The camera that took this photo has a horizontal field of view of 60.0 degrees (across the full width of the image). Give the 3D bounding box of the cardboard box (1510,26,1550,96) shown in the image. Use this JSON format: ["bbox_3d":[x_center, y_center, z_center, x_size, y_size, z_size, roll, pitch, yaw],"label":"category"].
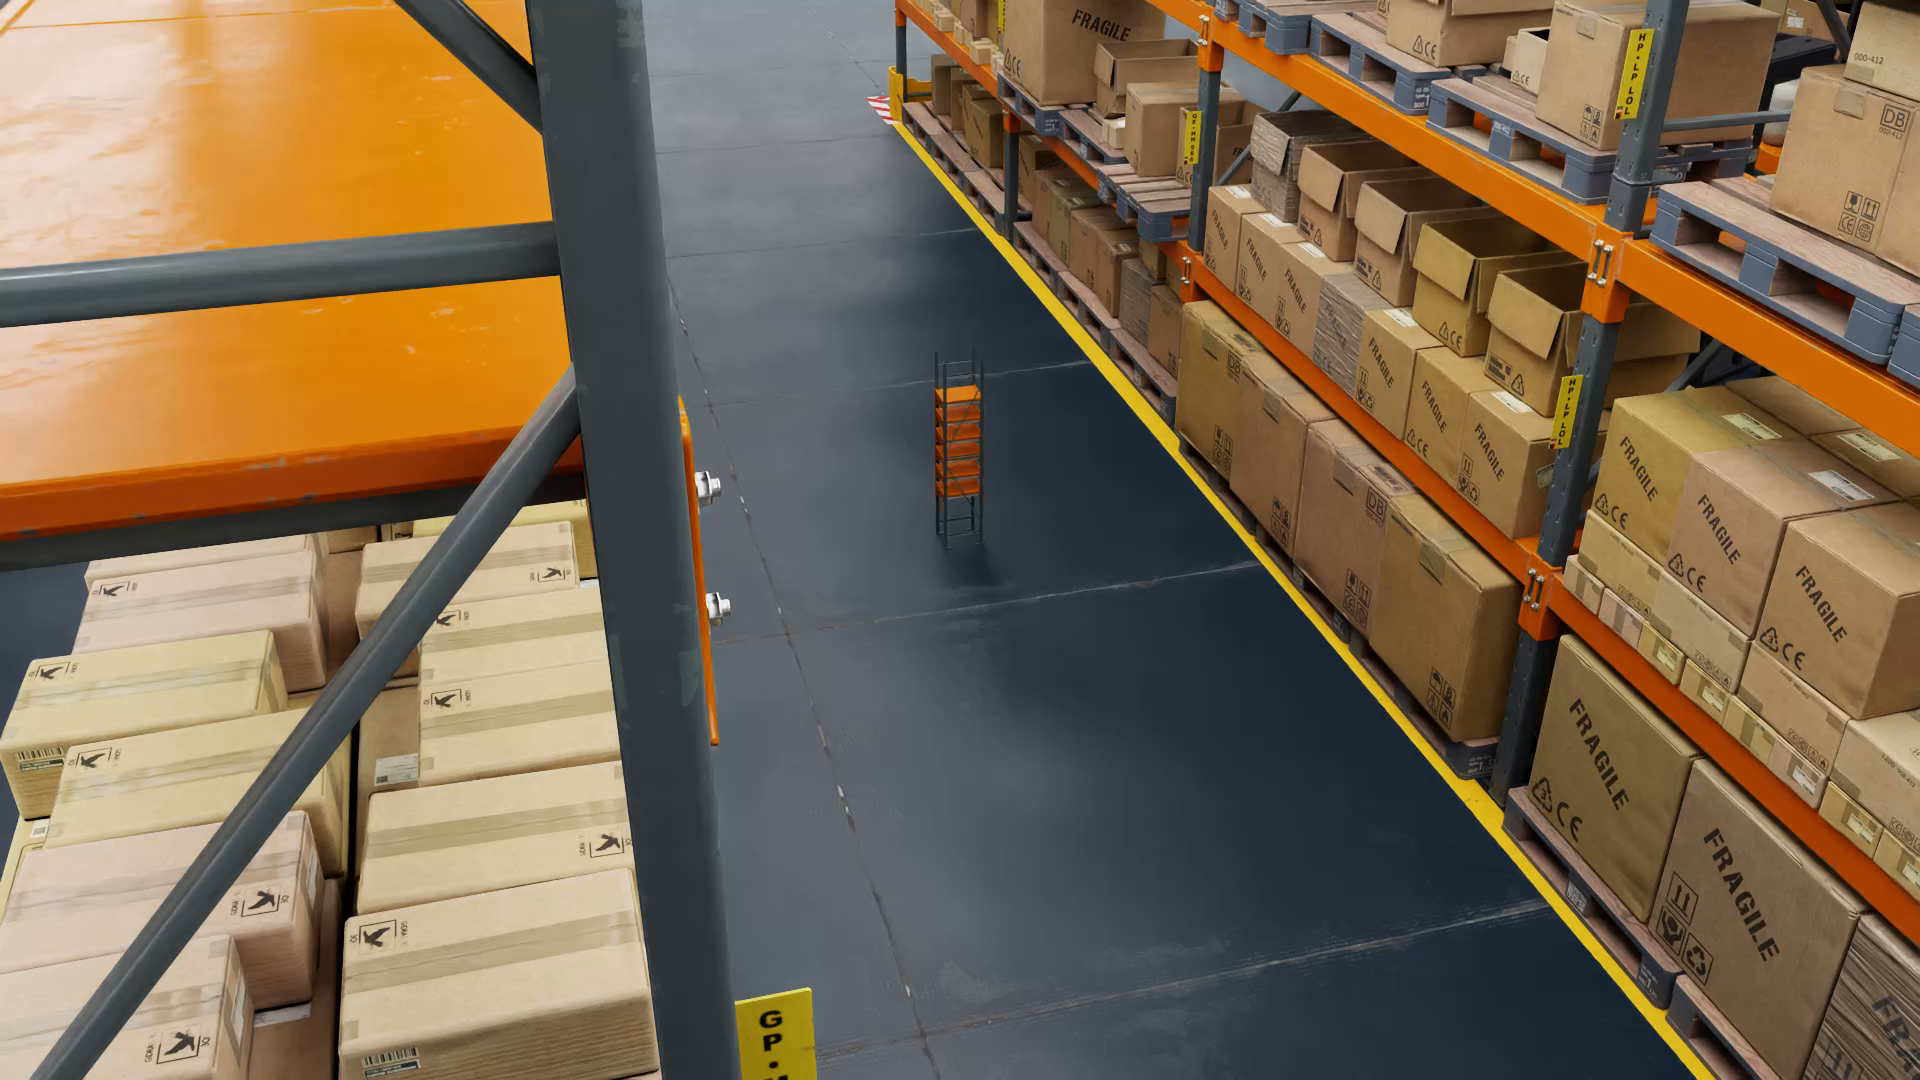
[{"bbox_3d":[2.801,-2.116,7.317,0.500,0.311,0.500,-9,31,-15],"label":"cardboard box"}]

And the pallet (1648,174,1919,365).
[{"bbox_3d":[3.212,-0.996,5.801,1.003,0.211,1.213,-8,31,-13],"label":"pallet"}]

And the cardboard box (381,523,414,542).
[{"bbox_3d":[-1.006,-0.028,3.691,0.500,0.250,0.500,-9,31,-15],"label":"cardboard box"}]

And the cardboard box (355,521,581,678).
[{"bbox_3d":[-0.895,0.107,3.060,0.380,0.149,0.250,-7,31,-12],"label":"cardboard box"}]

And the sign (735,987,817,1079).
[{"bbox_3d":[-0.219,0.662,1.977,0.100,0.325,0.005,-8,31,-13],"label":"sign"}]

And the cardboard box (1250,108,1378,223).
[{"bbox_3d":[2.122,-2.186,9.663,0.797,0.503,0.637,-7,31,-12],"label":"cardboard box"}]

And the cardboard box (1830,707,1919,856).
[{"bbox_3d":[3.271,0.795,5.466,0.500,0.250,0.500,-8,31,-13],"label":"cardboard box"}]

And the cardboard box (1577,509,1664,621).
[{"bbox_3d":[2.877,0.066,6.726,0.500,0.250,0.500,-8,31,-14],"label":"cardboard box"}]

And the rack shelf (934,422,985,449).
[{"bbox_3d":[-0.004,-0.592,9.655,0.258,0.103,0.180,-8,31,-13],"label":"rack shelf"}]

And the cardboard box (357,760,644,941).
[{"bbox_3d":[-0.659,0.476,2.423,0.380,0.149,0.250,-7,31,-11],"label":"cardboard box"}]

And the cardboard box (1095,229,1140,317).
[{"bbox_3d":[1.430,-2.033,12.555,0.700,0.500,0.500,-5,30,-9],"label":"cardboard box"}]

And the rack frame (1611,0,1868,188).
[{"bbox_3d":[3.005,-2.729,5.713,1.000,3.000,0.127,-8,31,-13],"label":"rack frame"}]

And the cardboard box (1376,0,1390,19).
[{"bbox_3d":[2.489,-2.897,8.479,0.500,0.500,0.500,-6,31,-11],"label":"cardboard box"}]

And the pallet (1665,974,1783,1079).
[{"bbox_3d":[3.459,2.043,6.242,1.003,0.211,1.213,-8,31,-13],"label":"pallet"}]

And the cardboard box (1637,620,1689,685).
[{"bbox_3d":[2.903,0.418,6.516,0.380,0.149,0.250,-7,31,-12],"label":"cardboard box"}]

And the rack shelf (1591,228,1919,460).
[{"bbox_3d":[3.536,-0.153,4.975,1.077,0.370,4.000,-8,31,-13],"label":"rack shelf"}]

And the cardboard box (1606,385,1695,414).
[{"bbox_3d":[3.124,-0.431,7.632,0.500,0.500,0.500,-8,31,-13],"label":"cardboard box"}]

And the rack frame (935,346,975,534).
[{"bbox_3d":[-0.028,-0.570,9.769,0.240,1.200,0.006,-8,31,-13],"label":"rack frame"}]

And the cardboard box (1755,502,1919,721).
[{"bbox_3d":[3.152,0.234,5.686,0.500,0.500,0.500,-9,31,-15],"label":"cardboard box"}]

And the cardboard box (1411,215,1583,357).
[{"bbox_3d":[2.657,-1.250,8.046,0.797,0.503,0.637,-8,31,-13],"label":"cardboard box"}]

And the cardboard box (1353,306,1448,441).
[{"bbox_3d":[2.348,-0.857,8.367,0.500,0.500,0.500,-8,31,-14],"label":"cardboard box"}]

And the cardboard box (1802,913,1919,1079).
[{"bbox_3d":[3.578,1.799,5.580,0.875,0.875,0.875,-8,31,-13],"label":"cardboard box"}]

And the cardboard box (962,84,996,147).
[{"bbox_3d":[0.309,-4.135,16.207,0.500,0.500,0.500,-5,30,-9],"label":"cardboard box"}]

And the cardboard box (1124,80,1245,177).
[{"bbox_3d":[1.517,-2.801,11.307,0.700,0.500,0.500,-3,30,-6],"label":"cardboard box"}]

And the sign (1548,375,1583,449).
[{"bbox_3d":[2.485,-0.522,6.812,0.100,0.325,0.005,-8,31,-13],"label":"sign"}]

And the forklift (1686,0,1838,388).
[{"bbox_3d":[4.788,-2.283,10.999,3.031,2.935,1.130,-20,35,-30],"label":"forklift"}]

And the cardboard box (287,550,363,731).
[{"bbox_3d":[-1.380,0.277,3.164,0.500,0.250,0.500,-7,31,-13],"label":"cardboard box"}]

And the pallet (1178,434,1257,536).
[{"bbox_3d":[2.080,-0.467,10.577,1.003,0.211,1.213,-8,31,-13],"label":"pallet"}]

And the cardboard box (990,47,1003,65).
[{"bbox_3d":[0.476,-4.203,14.499,0.380,0.149,0.250,-8,31,-13],"label":"cardboard box"}]

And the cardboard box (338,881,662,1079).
[{"bbox_3d":[-0.611,0.709,2.418,0.500,0.250,0.500,-7,31,-12],"label":"cardboard box"}]

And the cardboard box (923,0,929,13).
[{"bbox_3d":[-0.148,-5.286,16.370,0.380,0.149,0.250,-8,31,-13],"label":"cardboard box"}]

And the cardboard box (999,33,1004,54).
[{"bbox_3d":[0.822,-4.394,14.181,0.875,0.500,0.500,-8,31,-13],"label":"cardboard box"}]

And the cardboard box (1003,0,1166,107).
[{"bbox_3d":[0.958,-4.035,12.940,1.000,1.000,1.000,-8,31,-13],"label":"cardboard box"}]

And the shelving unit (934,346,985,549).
[{"bbox_3d":[-0.004,-0.526,9.693,0.258,1.200,0.189,-8,31,-13],"label":"shelving unit"}]

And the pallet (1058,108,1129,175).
[{"bbox_3d":[1.379,-2.932,12.244,1.003,0.211,1.213,-8,31,-13],"label":"pallet"}]

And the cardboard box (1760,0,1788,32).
[{"bbox_3d":[9.435,-6.030,18.982,0.500,0.500,0.500,-8,31,-13],"label":"cardboard box"}]

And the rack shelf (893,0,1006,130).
[{"bbox_3d":[0.351,-4.651,15.740,1.077,0.370,4.000,-8,31,-13],"label":"rack shelf"}]

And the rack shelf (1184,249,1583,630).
[{"bbox_3d":[2.474,-0.787,9.064,1.077,0.370,4.000,-8,31,-13],"label":"rack shelf"}]

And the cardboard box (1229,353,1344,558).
[{"bbox_3d":[2.336,-0.559,9.654,1.225,0.875,0.875,-8,31,-13],"label":"cardboard box"}]

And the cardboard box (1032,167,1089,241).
[{"bbox_3d":[1.024,-2.805,13.890,0.700,0.500,0.500,-10,32,-17],"label":"cardboard box"}]

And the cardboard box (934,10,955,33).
[{"bbox_3d":[-0.029,-4.913,15.725,0.380,0.149,0.250,-8,31,-13],"label":"cardboard box"}]

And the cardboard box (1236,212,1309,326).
[{"bbox_3d":[1.949,-1.588,9.630,0.500,0.500,0.500,-9,31,-15],"label":"cardboard box"}]

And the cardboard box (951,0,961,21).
[{"bbox_3d":[0.401,-5.115,15.427,0.875,0.500,0.500,-8,31,-13],"label":"cardboard box"}]

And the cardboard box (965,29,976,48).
[{"bbox_3d":[0.257,-4.563,15.120,0.380,0.149,0.250,-8,31,-13],"label":"cardboard box"}]

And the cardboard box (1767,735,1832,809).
[{"bbox_3d":[3.108,0.789,5.874,0.380,0.149,0.250,-7,31,-13],"label":"cardboard box"}]

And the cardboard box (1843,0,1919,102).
[{"bbox_3d":[3.249,-1.568,5.335,0.500,0.250,0.500,-10,31,-16],"label":"cardboard box"}]

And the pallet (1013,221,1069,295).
[{"bbox_3d":[1.090,-2.413,13.940,1.003,0.211,1.213,-8,31,-13],"label":"pallet"}]

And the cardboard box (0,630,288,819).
[{"bbox_3d":[-1.328,0.297,2.731,0.380,0.149,0.250,-7,31,-12],"label":"cardboard box"}]

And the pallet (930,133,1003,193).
[{"bbox_3d":[0.342,-3.699,16.162,1.003,0.211,1.213,-8,31,-13],"label":"pallet"}]

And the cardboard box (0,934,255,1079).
[{"bbox_3d":[-1.114,0.667,2.094,0.380,0.149,0.250,-8,31,-14],"label":"cardboard box"}]

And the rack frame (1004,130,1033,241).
[{"bbox_3d":[0.882,-3.996,13.891,1.000,3.000,0.127,-8,31,-13],"label":"rack frame"}]

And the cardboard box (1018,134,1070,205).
[{"bbox_3d":[0.814,-3.295,14.755,0.500,0.500,0.500,-9,31,-15],"label":"cardboard box"}]

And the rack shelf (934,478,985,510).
[{"bbox_3d":[-0.004,-0.280,9.835,0.258,0.103,0.180,-8,31,-13],"label":"rack shelf"}]
